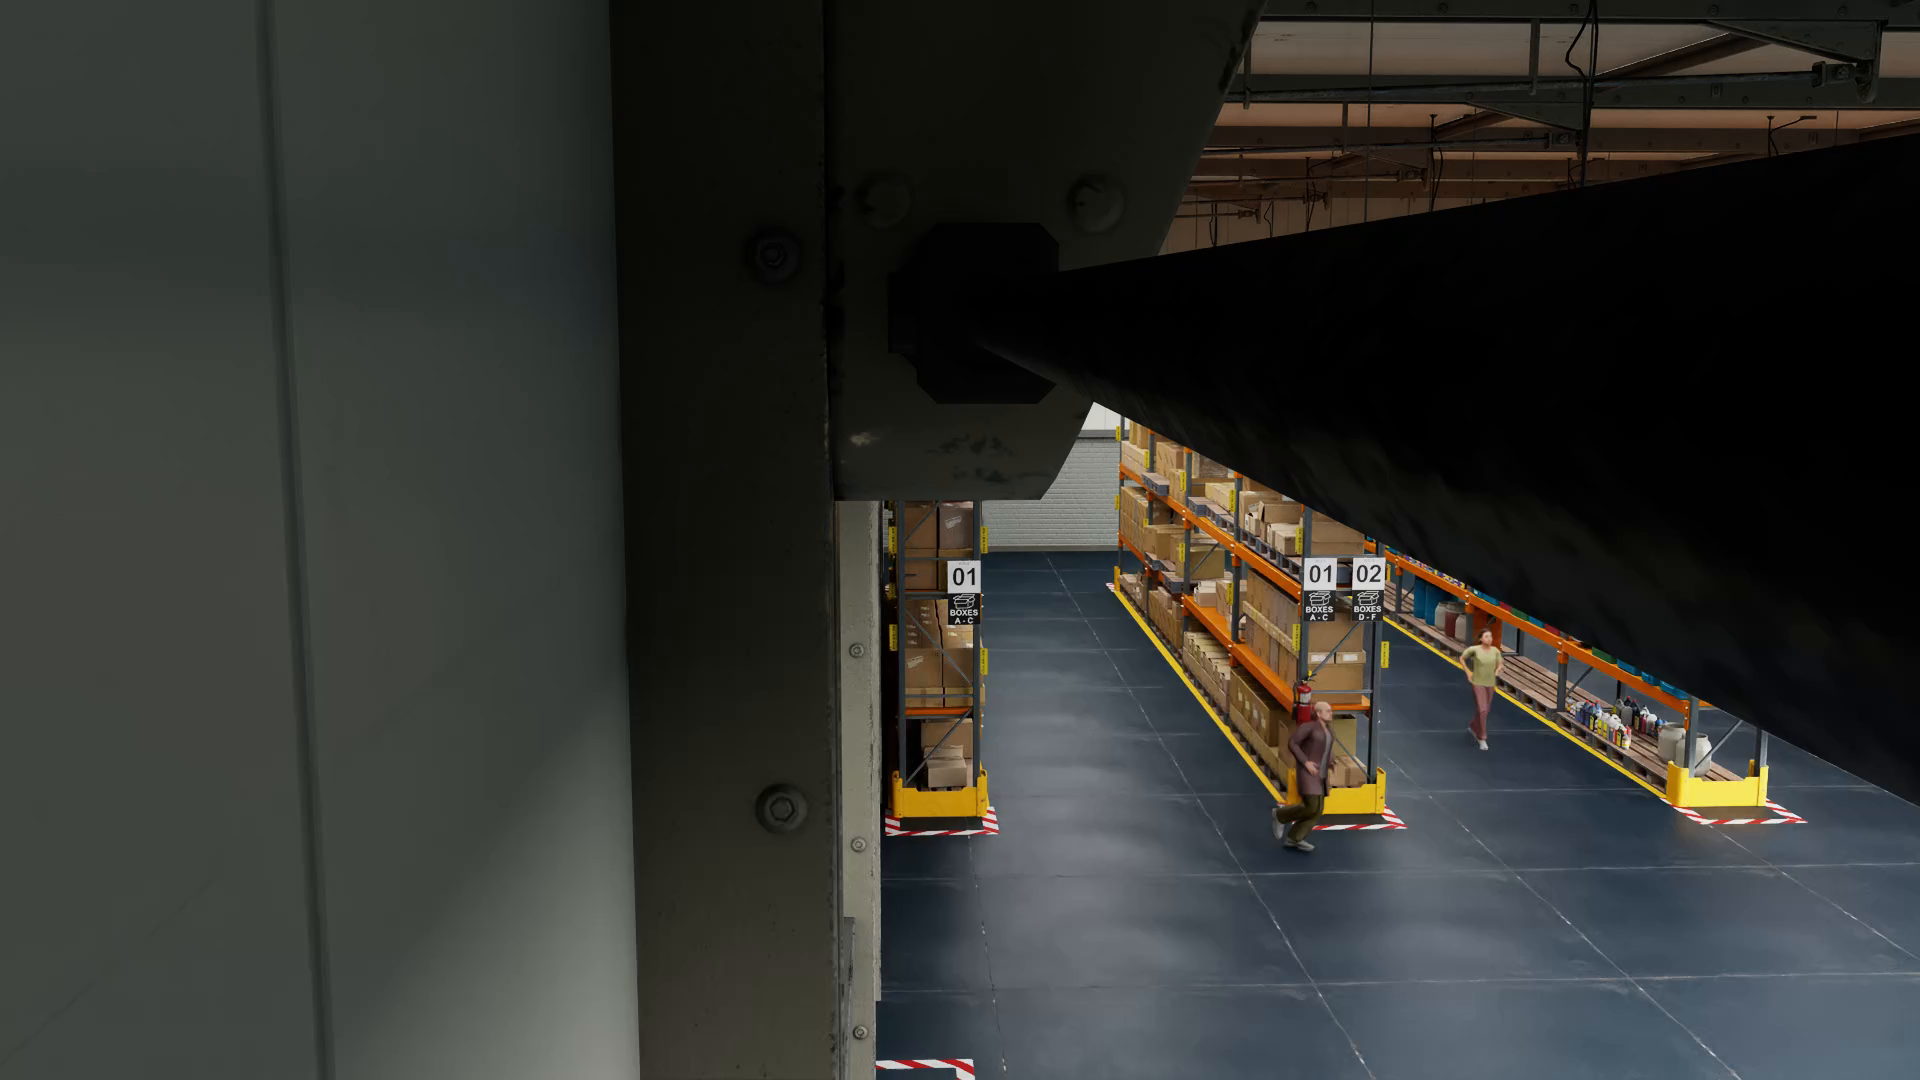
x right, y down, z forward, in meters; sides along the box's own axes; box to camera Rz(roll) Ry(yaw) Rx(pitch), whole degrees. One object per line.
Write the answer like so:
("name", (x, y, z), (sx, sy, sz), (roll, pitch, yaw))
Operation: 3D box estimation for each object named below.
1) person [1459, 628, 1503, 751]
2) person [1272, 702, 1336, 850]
("person", (7.471, 2.100, 23.755), (0.580, 1.716, 0.732), (-1, 8, -9))
("person", (4.085, 2.716, 19.430), (0.753, 1.684, 0.643), (-8, 11, -42))
